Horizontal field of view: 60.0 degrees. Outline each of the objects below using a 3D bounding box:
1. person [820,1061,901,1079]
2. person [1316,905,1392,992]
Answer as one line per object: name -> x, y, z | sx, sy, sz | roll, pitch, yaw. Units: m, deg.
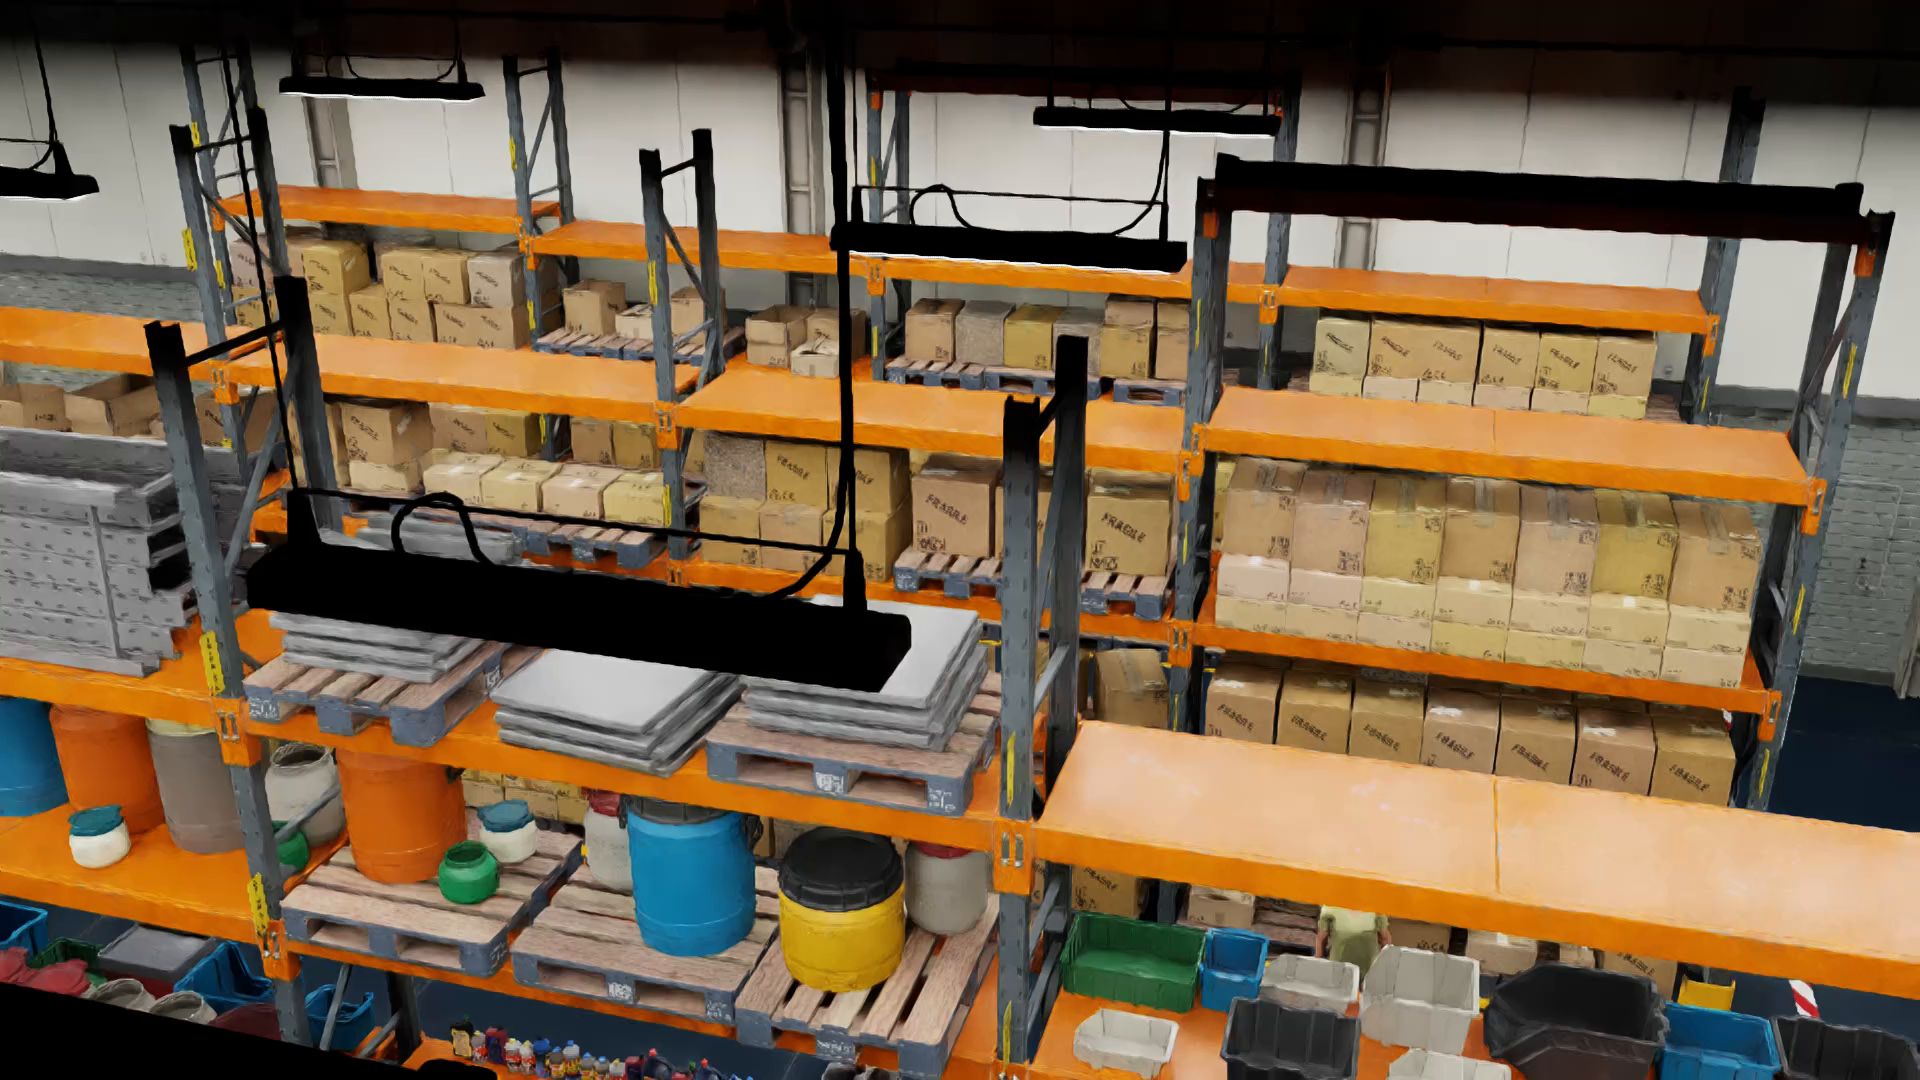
person -> -0.692, 3.248, 10.699 | 1.122, 1.706, 0.562 | 7, 24, 17
person -> 2.700, 2.963, 11.409 | 0.590, 1.678, 0.385 | 2, 23, 6
